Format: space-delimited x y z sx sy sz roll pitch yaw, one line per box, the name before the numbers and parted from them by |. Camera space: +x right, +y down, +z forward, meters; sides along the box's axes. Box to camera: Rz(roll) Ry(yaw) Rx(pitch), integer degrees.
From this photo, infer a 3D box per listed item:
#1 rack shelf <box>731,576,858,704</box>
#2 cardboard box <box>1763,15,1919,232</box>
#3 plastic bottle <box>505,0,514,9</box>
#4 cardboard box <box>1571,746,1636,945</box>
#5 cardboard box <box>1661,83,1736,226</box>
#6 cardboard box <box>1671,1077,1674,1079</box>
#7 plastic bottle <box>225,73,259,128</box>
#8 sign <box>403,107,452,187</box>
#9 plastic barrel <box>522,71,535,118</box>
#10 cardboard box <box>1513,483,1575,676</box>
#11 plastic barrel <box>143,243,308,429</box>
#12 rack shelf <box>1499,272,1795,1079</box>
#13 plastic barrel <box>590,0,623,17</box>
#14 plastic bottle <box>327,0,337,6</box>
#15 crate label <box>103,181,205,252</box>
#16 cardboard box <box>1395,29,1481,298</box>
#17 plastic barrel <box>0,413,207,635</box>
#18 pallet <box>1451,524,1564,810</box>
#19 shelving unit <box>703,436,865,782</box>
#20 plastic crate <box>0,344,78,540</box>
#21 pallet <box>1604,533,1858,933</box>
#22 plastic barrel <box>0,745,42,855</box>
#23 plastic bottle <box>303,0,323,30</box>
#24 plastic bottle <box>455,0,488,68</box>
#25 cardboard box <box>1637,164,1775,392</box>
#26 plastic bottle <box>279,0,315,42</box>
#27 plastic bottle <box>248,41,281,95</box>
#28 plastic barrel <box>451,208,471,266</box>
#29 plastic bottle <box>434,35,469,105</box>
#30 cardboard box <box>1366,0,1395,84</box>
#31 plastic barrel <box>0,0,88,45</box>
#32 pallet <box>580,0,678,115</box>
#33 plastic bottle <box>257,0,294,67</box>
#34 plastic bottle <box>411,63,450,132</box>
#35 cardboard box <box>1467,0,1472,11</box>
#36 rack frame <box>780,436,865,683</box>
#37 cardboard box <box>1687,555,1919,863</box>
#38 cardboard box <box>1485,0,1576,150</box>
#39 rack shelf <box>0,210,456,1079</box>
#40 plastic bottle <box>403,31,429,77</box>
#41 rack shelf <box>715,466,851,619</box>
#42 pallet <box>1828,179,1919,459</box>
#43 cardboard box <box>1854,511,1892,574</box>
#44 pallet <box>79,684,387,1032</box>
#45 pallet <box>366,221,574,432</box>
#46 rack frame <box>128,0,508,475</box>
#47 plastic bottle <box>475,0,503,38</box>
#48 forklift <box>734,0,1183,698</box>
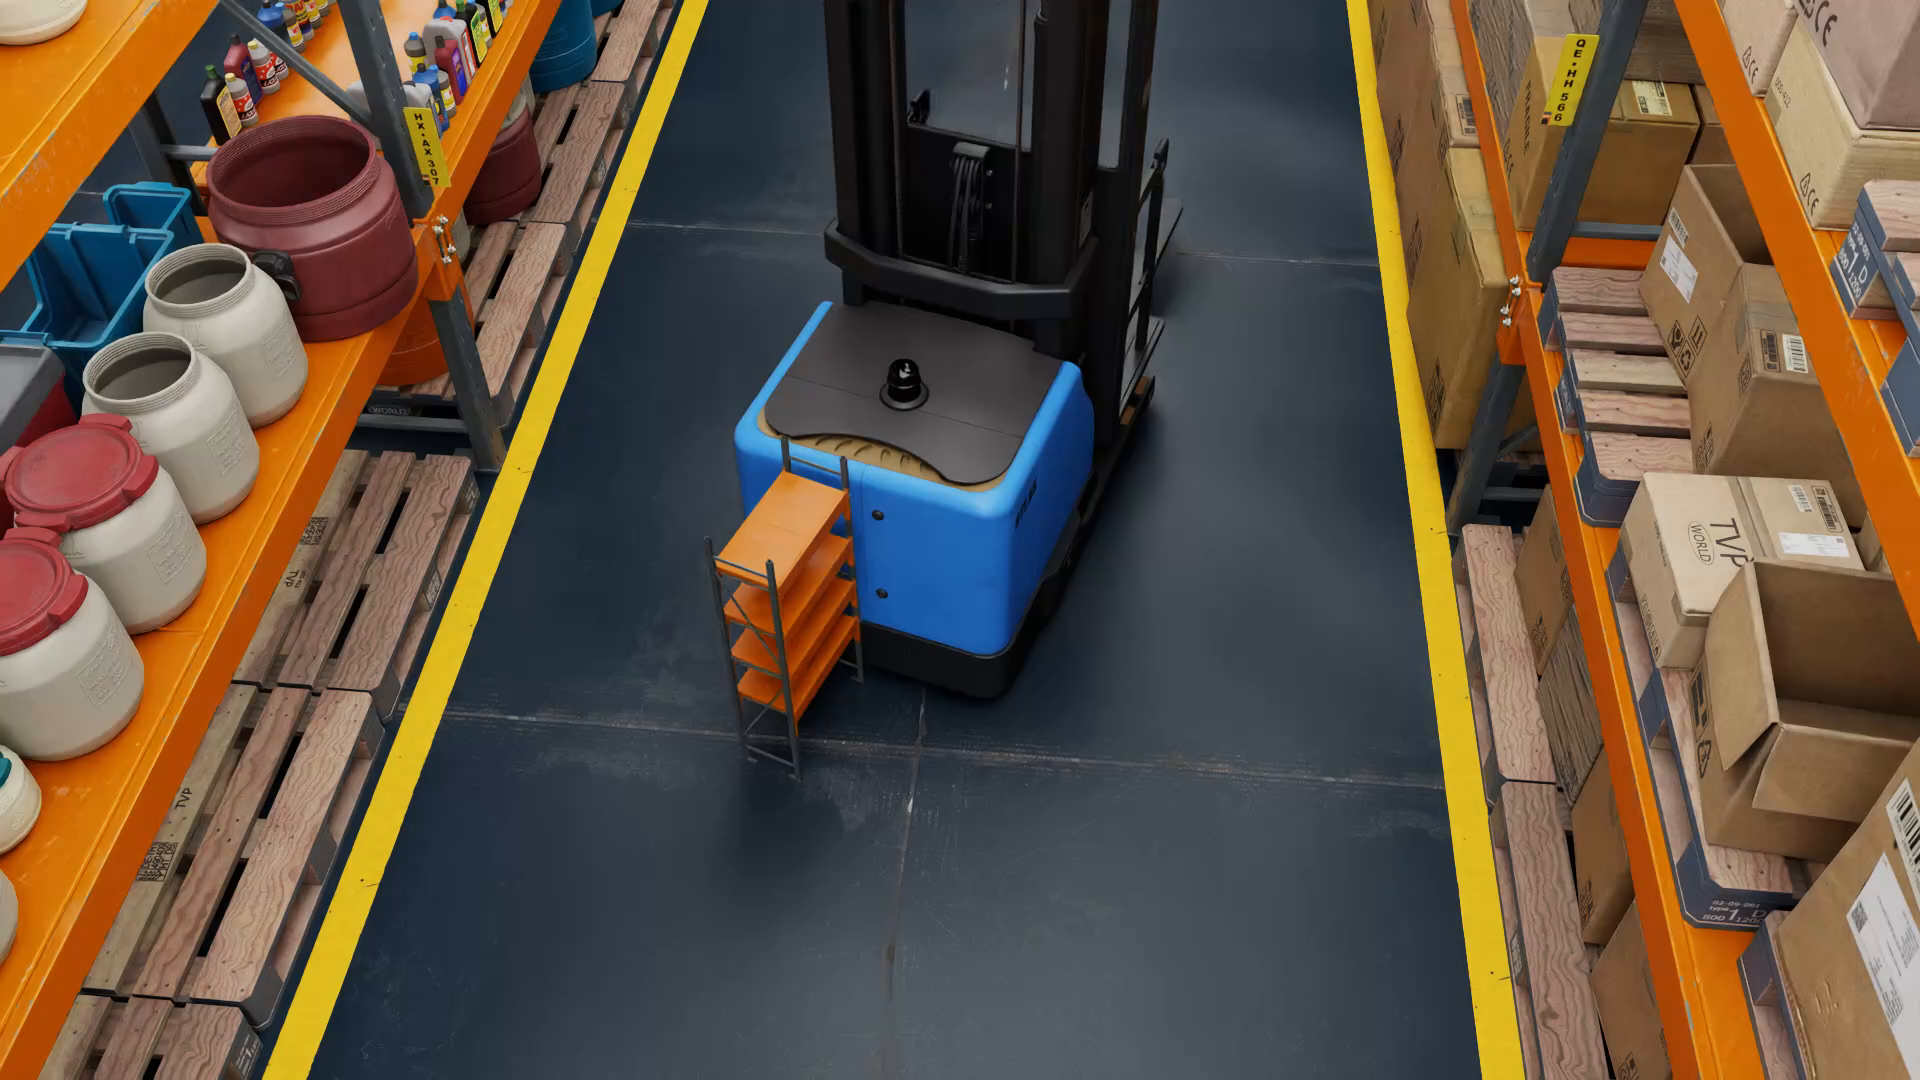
rack shelf | -0.577 0.309 5.767 0.258 0.148 0.480 19 51 17
cardboard box | 2.113 -0.914 3.648 0.500 0.250 0.500 5 48 4
plastic bottle | -1.955 -2.384 7.011 0.097 0.271 0.097 0 48 0
cardboard box | 2.370 0.978 5.244 0.700 0.500 0.500 7 48 7
cardboard box | 2.809 -1.409 5.964 0.500 0.500 0.500 5 48 5
cardboard box | 2.269 1.800 4.493 0.700 0.500 0.500 4 48 3
plastic bottle | -2.798 -1.712 6.443 0.097 0.201 0.097 0 48 0
sign | -1.890 -1.392 5.906 0.100 0.325 0.005 4 48 4
plastic barrel | -2.346 -2.283 8.232 0.421 0.512 0.421 0 48 0
cardboard box | 2.453 0.153 5.999 0.700 0.500 0.500 2 48 1
plastic barrel | -2.320 -0.637 5.250 0.421 0.512 0.421 0 48 0
rack shelf | 2.311 0.676 4.612 1.077 0.370 4.000 4 48 4
plastic barrel | -2.141 -3.343 8.938 0.600 0.901 0.708 4 48 4
plastic bottle | -2.715 -2.382 7.056 0.097 0.201 0.097 0 48 0
crate label | -2.850 -1.028 5.797 0.303 0.233 0.416 4 48 4
cardboard box | 2.666 -1.621 7.381 1.225 0.875 0.875 4 48 4
plastic barrel | -2.391 -0.021 4.670 0.433 0.535 0.433 0 48 0
pallet | 2.421 0.479 6.195 1.003 0.211 1.213 4 48 4
shelving unit | -0.577 0.264 5.716 0.258 1.200 0.503 19 51 17
plastic crate | -2.891 -0.224 4.904 0.402 0.464 0.583 4 48 4
pallet | 2.354 0.486 4.429 1.003 0.211 1.213 4 48 4
plastic barrel | -2.530 0.655 4.238 0.301 0.262 0.301 0 48 0
plastic bottle | -2.732 -2.239 6.925 0.097 0.201 0.097 0 48 0
plastic bottle | -1.977 -2.061 6.708 0.061 0.283 0.133 4 48 4
cardboard box | 2.484 -0.812 5.133 0.500 0.500 0.500 -1 48 -1
plastic bottle | -2.741 -2.191 6.834 0.097 0.271 0.097 0 48 0
plastic bottle | -2.777 -1.881 6.598 0.097 0.201 0.097 0 48 0
plastic barrel | -2.449 -1.453 7.473 0.421 0.512 0.421 0 48 0
plastic bottle | -2.002 -1.864 6.527 0.061 0.283 0.133 4 48 4
cardboard box | 2.820 -2.928 8.577 1.225 0.875 0.875 4 48 4
plastic barrel | -2.322 -1.385 4.070 0.301 0.262 0.301 0 48 0
pallet | -2.186 -2.803 9.197 1.003 0.211 1.213 4 48 4
plastic bottle | -2.759 -2.048 6.703 0.097 0.271 0.097 0 48 0
plastic bottle | -2.039 -1.705 6.390 0.097 0.271 0.097 0 48 0
cardboard box | 2.435 -2.571 7.027 0.500 0.500 0.500 5 48 4
rack frame | -0.474 0.099 5.863 0.240 1.200 0.015 19 51 17
cardboard box | 2.195 0.447 3.980 0.797 0.503 0.637 8 48 8
cardboard box | 2.343 -1.815 6.335 0.500 0.500 0.500 3 48 3
rack shelf | -2.621 0.343 4.917 1.077 0.370 4.000 4 48 4
plastic bottle | -2.161 -1.933 6.646 0.097 0.201 0.097 0 48 0
rack shelf | -0.579 0.003 5.423 0.258 0.148 0.480 19 51 17
pallet | 2.383 -0.254 3.070 1.213 0.211 1.003 4 48 4
cardboard box | 2.611 0.111 4.448 0.396 0.266 0.258 3 48 2
pallet | -2.662 1.033 5.688 1.003 0.211 1.213 4 48 4
pallet | -2.408 -1.010 7.557 1.003 0.211 1.213 4 48 4
rack frame | -2.439 -1.369 5.995 1.000 3.000 0.127 4 48 4
plastic bottle | -1.956 -2.231 6.863 0.061 0.283 0.133 4 48 4
forklift | 0.209 -1.514 6.175 1.130 2.935 3.031 16 50 14
